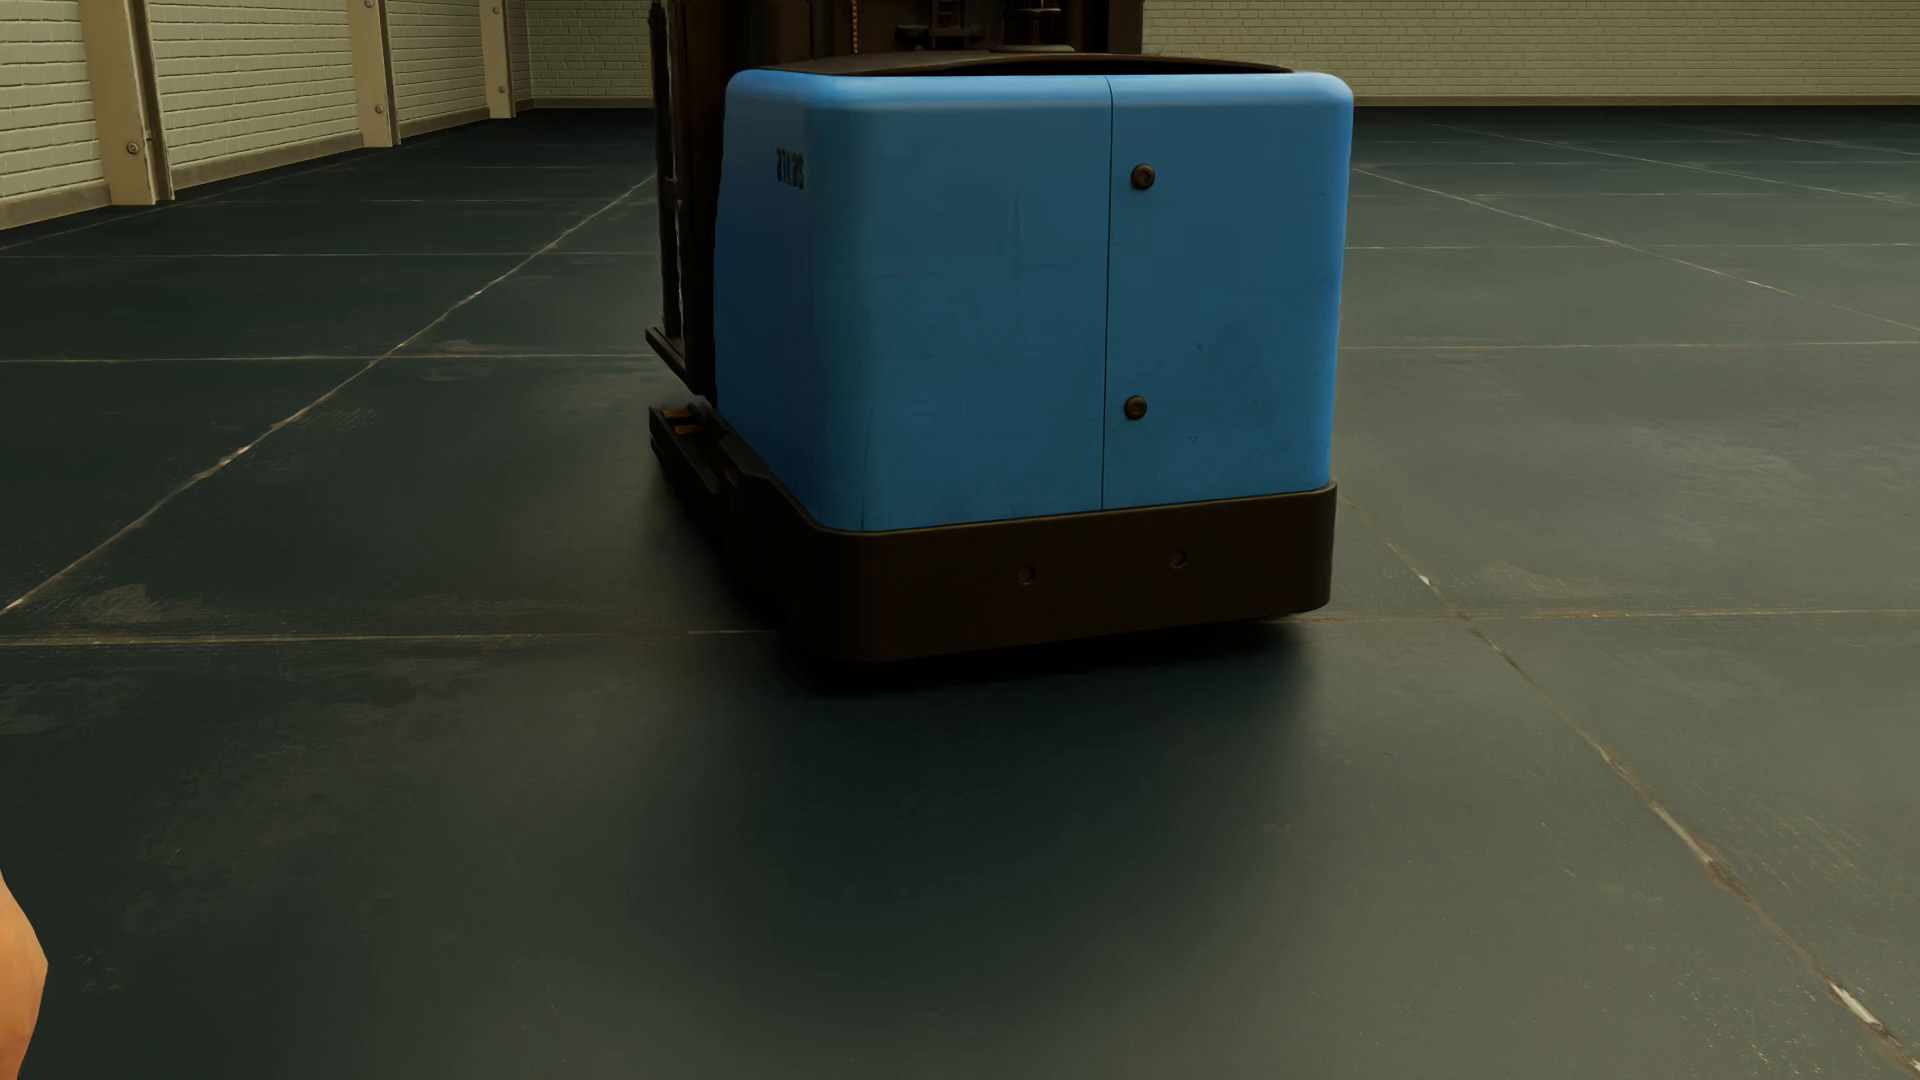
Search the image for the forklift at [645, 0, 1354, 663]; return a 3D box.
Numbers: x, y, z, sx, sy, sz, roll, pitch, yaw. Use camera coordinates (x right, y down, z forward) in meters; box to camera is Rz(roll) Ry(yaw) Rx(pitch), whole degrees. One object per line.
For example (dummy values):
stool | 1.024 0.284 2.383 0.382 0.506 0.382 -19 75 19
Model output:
forklift | -0.216 -1.574 4.052 1.130 2.935 3.031 -6 18 -18
